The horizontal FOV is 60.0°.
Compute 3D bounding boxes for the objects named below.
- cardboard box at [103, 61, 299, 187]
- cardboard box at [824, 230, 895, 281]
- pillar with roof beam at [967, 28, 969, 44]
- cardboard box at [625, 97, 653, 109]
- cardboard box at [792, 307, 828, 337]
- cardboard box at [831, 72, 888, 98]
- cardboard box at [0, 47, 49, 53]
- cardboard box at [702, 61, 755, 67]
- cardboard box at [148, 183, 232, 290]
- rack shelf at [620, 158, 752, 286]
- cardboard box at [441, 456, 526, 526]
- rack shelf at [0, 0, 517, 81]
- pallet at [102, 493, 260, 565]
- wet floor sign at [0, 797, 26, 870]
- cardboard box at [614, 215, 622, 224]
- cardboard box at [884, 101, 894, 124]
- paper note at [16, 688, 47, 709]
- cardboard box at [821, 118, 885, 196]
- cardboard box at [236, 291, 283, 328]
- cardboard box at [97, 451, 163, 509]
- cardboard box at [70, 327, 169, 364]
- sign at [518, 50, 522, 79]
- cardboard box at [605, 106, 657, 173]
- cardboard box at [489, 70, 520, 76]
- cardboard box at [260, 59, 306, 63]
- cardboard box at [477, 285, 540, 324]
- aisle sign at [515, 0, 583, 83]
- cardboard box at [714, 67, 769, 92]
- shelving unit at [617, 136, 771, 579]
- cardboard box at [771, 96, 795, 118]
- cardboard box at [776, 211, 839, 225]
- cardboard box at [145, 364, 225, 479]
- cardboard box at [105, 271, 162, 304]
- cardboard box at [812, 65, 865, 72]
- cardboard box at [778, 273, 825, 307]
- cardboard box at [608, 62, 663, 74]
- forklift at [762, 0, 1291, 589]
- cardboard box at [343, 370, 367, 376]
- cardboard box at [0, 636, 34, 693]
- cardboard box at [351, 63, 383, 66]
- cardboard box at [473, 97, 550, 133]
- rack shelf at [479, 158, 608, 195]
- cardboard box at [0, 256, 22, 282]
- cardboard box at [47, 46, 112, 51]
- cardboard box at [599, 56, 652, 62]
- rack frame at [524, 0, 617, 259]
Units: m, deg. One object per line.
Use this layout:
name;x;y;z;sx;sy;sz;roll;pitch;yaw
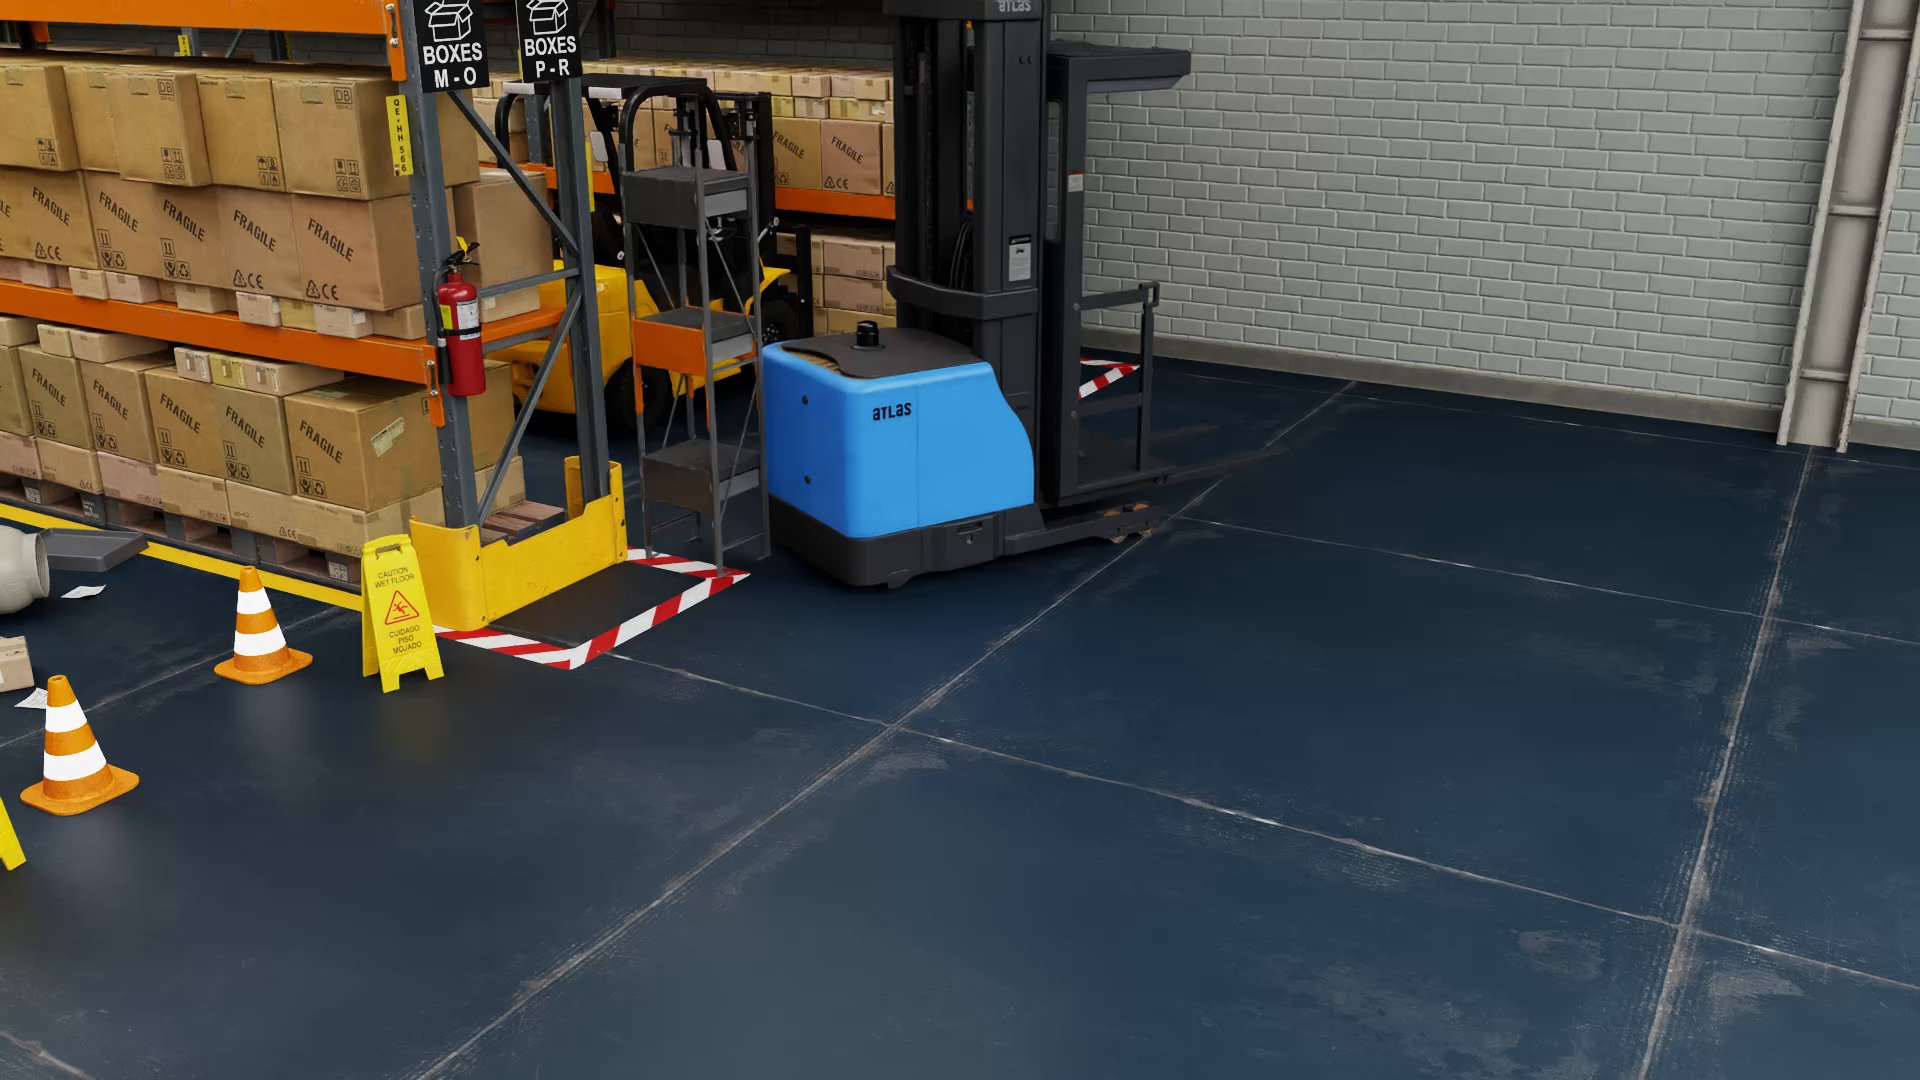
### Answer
cardboard box;-3.551;-1.985;7.889;0.500;0.500;0.700;10;22;27
cardboard box;-0.650;-2.088;12.171;0.500;0.250;0.500;11;23;28
pillar with roof beam;-1.915;-4.568;8.263;0.400;9.000;9.100;11;23;27
cardboard box;-2.342;-3.391;12.716;0.250;0.149;0.380;11;23;28
cardboard box;-1.074;-1.706;12.586;0.500;0.250;0.500;11;23;28
cardboard box;-0.716;-3.265;11.933;0.250;0.149;0.380;11;23;28
cardboard box;-5.279;-2.352;8.901;0.500;0.500;0.700;11;22;27
cardboard box;-1.811;-3.673;13.059;0.250;0.149;0.380;10;22;26
cardboard box;-3.543;-1.531;8.105;0.500;0.500;0.500;11;23;27
rack shelf;-1.302;-1.541;8.020;0.480;0.518;0.431;13;24;32
cardboard box;-2.634;-0.289;8.679;0.500;0.250;0.500;11;22;27
rack shelf;-3.811;-2.572;8.213;4.000;0.370;1.077;11;23;27
pallet;-3.884;-0.218;9.157;1.213;0.211;1.003;11;23;27
wet floor sign;-3.400;0.845;5.589;0.232;0.644;0.267;7;21;18
cardboard box;-2.429;-2.424;13.099;0.500;0.250;0.500;11;23;27
cardboard box;-0.324;-3.006;11.654;0.250;0.149;0.380;11;23;28
paper note;-3.861;0.664;6.991;0.142;0.019;0.148;3;20;9
cardboard box;-0.654;-2.785;11.999;0.500;0.500;0.500;12;23;29
cardboard box;-3.224;-1.140;7.977;0.250;0.149;0.380;11;23;28
cardboard box;-4.238;-0.386;8.947;0.500;0.250;0.500;10;22;27
cardboard box;-4.408;-1.049;8.724;0.250;0.149;0.380;12;23;30
sign;-3.396;-3.655;12.960;0.005;0.325;0.100;11;23;27
cardboard box;-2.417;-3.125;12.934;0.500;0.500;0.500;11;23;28
cardboard box;-3.768;-3.887;14.085;0.250;0.149;0.380;11;23;27
cardboard box;-6.249;-4.334;15.317;0.250;0.149;0.380;12;23;29
cardboard box;-2.261;-1.167;8.053;0.250;0.149;0.380;11;23;28
aisle sign;-1.860;-2.472;7.467;0.004;0.787;0.394;11;23;27
cardboard box;-1.616;-3.435;12.401;0.250;0.149;0.380;11;23;28
shelving unit;-1.302;-0.895;8.254;0.503;2.100;0.431;13;24;32
cardboard box;-1.219;-3.178;12.129;0.250;0.149;0.380;11;23;28
cardboard box;-1.288;-2.413;13.067;0.500;0.250;0.500;10;22;26
cardboard box;-3.786;-0.652;8.581;0.500;0.500;0.500;10;22;26
cardboard box;-4.093;-1.318;8.467;0.250;0.149;0.380;11;23;27
cardboard box;-0.918;-3.505;12.595;0.250;0.149;0.380;10;22;26
cardboard box;-1.118;-1.940;12.497;0.500;0.250;0.500;10;22;26
cardboard box;-2.507;-3.605;12.871;0.250;0.149;0.380;10;22;26
forklift;0.475;-1.505;8.714;3.031;2.935;1.130;-13;23;-31
cardboard box;-3.114;-0.731;8.797;0.500;0.500;0.500;10;22;25
cardboard box;-4.194;0.556;7.114;0.380;0.149;0.250;-11;23;-29
cardboard box;-5.331;-4.176;14.881;0.250;0.149;0.380;11;22;27
cardboard box;-3.693;-3.481;13.550;0.500;0.250;0.500;10;22;26
rack shelf;-4.886;-3.305;14.634;4.000;0.370;1.077;11;23;27
cardboard box;-4.946;-1.505;8.984;0.250;0.149;0.380;11;23;27
cardboard box;-8.673;-4.522;16.170;0.500;0.500;0.700;11;23;27
cardboard box;-2.713;-3.840;13.517;0.250;0.149;0.380;11;23;27
rack frame;-3.140;-3.311;13.594;0.127;3.000;1.000;11;23;27
